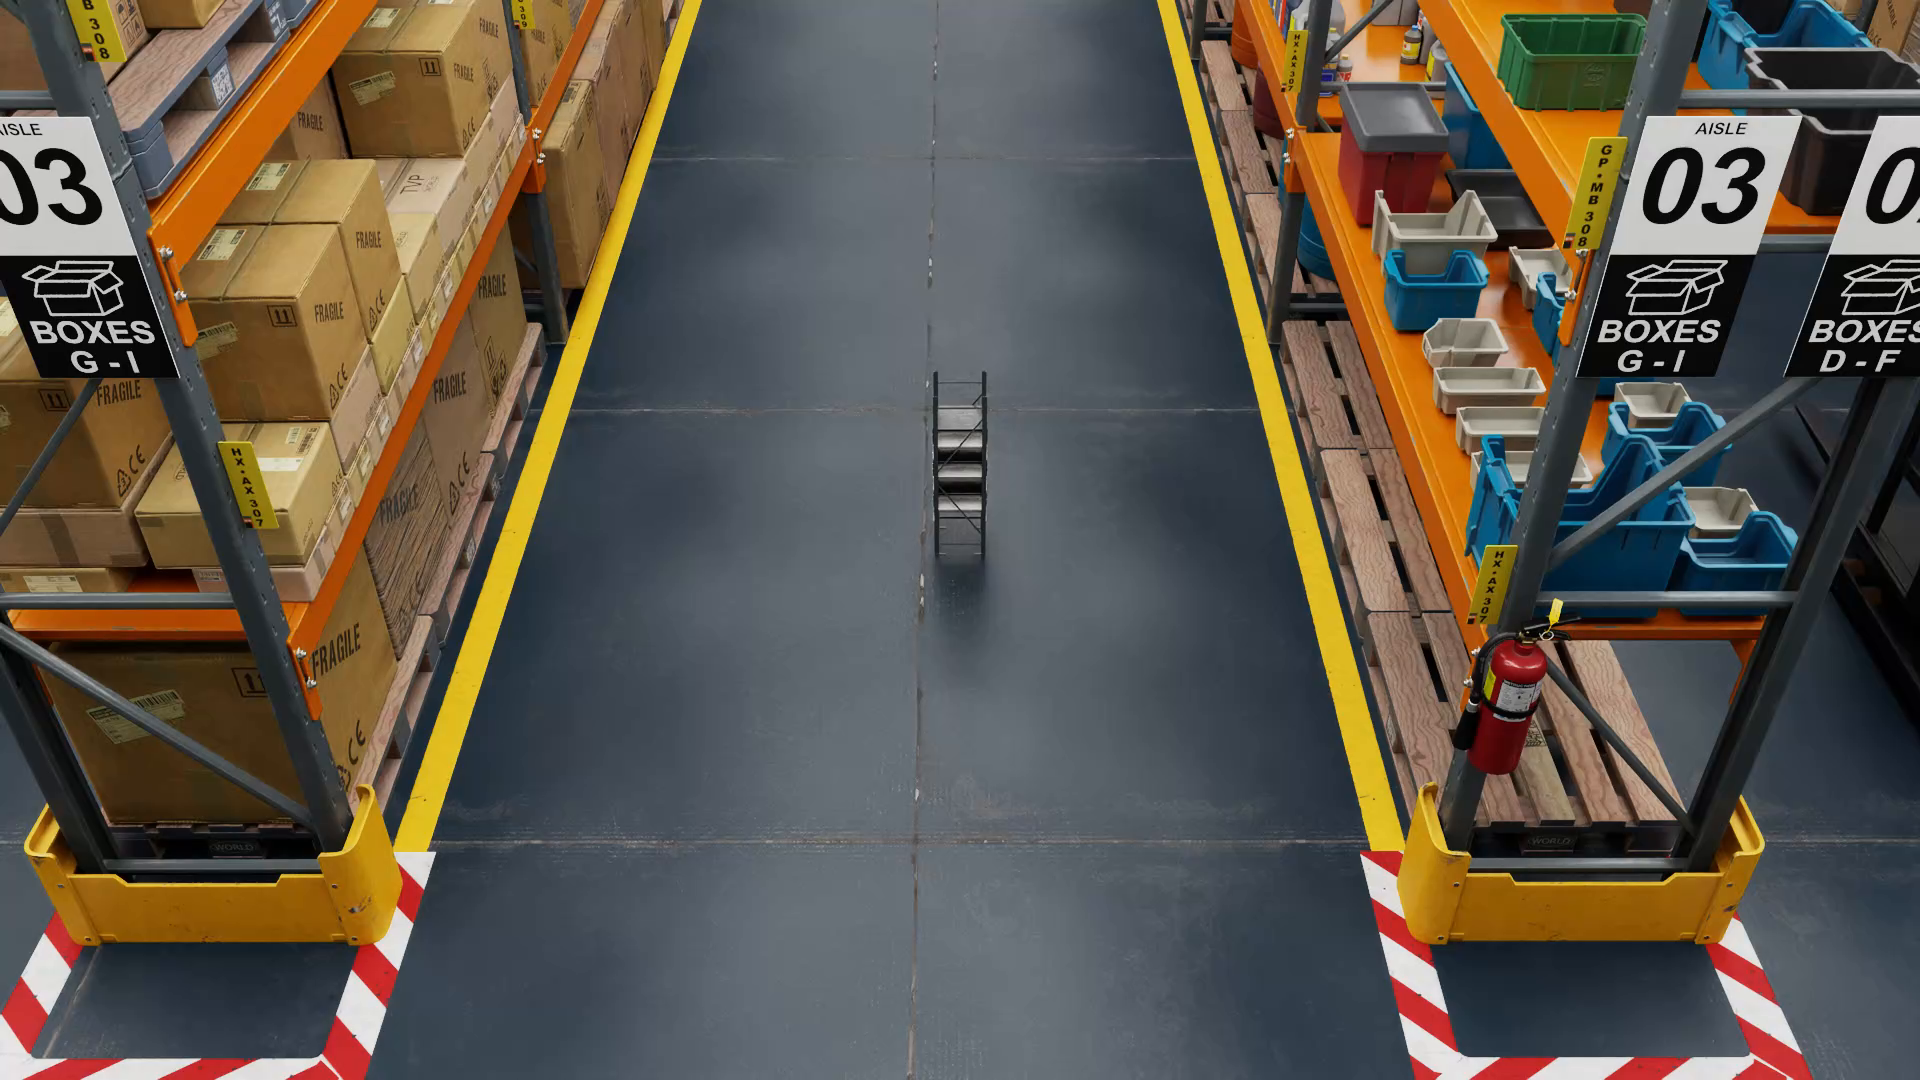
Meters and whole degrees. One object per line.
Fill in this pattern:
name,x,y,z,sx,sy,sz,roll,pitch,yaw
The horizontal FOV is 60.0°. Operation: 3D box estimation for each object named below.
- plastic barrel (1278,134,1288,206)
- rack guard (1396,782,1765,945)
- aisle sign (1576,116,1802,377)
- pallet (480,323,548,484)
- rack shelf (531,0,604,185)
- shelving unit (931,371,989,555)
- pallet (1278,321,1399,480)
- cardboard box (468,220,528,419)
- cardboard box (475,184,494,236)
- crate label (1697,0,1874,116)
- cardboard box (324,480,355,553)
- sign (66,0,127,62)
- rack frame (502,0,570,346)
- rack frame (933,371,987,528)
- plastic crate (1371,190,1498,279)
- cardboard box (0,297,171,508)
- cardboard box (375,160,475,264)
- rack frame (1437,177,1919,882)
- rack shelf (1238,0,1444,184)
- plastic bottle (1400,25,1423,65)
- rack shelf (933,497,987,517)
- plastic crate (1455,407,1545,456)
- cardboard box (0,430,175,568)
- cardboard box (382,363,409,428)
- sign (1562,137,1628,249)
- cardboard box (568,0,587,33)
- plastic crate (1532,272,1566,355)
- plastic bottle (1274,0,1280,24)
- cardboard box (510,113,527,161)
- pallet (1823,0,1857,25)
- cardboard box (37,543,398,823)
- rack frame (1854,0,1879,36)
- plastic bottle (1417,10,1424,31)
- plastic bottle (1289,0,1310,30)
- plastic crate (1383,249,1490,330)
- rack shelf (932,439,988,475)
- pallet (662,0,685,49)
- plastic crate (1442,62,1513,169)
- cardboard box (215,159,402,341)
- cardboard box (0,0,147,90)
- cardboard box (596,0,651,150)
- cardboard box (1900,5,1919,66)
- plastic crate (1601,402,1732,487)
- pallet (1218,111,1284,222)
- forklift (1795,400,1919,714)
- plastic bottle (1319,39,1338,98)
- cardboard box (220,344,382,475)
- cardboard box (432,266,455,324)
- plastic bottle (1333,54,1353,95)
plastic barrel,2.251,-2.431,9.973,0.600,0.901,0.708,0,39,0
rack guard,2.253,1.189,6.112,1.175,0.500,0.348,0,39,0
aisle sign,1.947,-0.771,4.480,0.394,0.787,0.004,0,39,0
pallet,-2.795,-0.736,8.745,1.003,0.211,1.213,0,39,0
rack shelf,-2.720,-3.269,10.252,1.077,0.370,4.000,0,39,0
shelving unit,0.000,-0.346,7.708,0.258,0.900,0.210,0,39,0
pallet,2.275,-0.755,8.769,1.003,0.211,1.213,0,39,0
cardboard box,-2.796,-1.221,8.484,0.875,0.875,0.875,0,39,0
cardboard box,-2.388,-1.529,7.705,0.380,0.149,0.250,1,39,1
crate label,2.562,-1.491,5.178,0.408,0.251,0.502,0,39,0
cardboard box,-2.385,-0.083,5.901,0.380,0.149,0.250,-1,39,-1
sign,-2.158,-1.337,4.105,0.100,0.325,0.005,0,39,0
rack frame,-2.717,-2.300,8.466,1.000,3.000,0.127,0,39,0
rack frame,0.000,-0.410,7.787,0.240,0.900,0.006,0,39,0
plastic crate,2.053,-1.325,7.297,0.437,0.282,0.530,0,39,0
cardboard box,-2.976,-0.453,5.444,0.500,0.500,0.500,0,39,1
cardboard box,-2.450,-1.438,7.274,0.500,0.250,0.500,1,39,1
rack frame,2.240,0.198,5.349,1.000,3.000,0.127,0,39,0
rack shelf,2.233,-3.273,10.256,1.077,0.370,4.000,0,39,0
plastic bottle,2.491,-2.732,9.165,0.097,0.201,0.097,0,39,0
rack shelf,0.000,-0.180,7.841,0.258,0.077,0.200,0,39,0
plastic crate,2.072,-0.413,6.275,0.396,0.136,0.243,0,39,0
cardboard box,-2.979,-0.159,5.677,0.500,0.250,0.500,-1,39,-1
cardboard box,-2.386,-0.565,6.503,0.380,0.149,0.250,-1,39,-1
sign,1.690,-0.921,4.431,0.100,0.325,0.005,0,39,0
cardboard box,-2.469,-3.254,9.577,0.500,0.500,0.500,-1,39,-1
plastic crate,2.567,-0.925,6.838,0.416,0.233,0.300,0,39,0
plastic bottle,1.911,-3.129,9.600,0.152,0.276,0.135,0,39,0
cardboard box,-2.389,-2.011,8.307,0.380,0.149,0.250,0,39,0
pallet,7.223,-4.232,13.108,1.003,0.211,1.213,0,39,0
cardboard box,-2.793,0.467,6.377,0.875,0.875,0.875,0,39,0
rack frame,7.185,-4.806,11.594,1.000,3.000,0.127,0,39,0
plastic bottle,2.643,-2.938,9.422,0.097,0.201,0.097,0,39,0
plastic bottle,1.907,-2.858,9.203,0.144,0.351,0.185,0,39,0
plastic crate,1.982,-1.044,6.985,0.416,0.233,0.300,0,39,0
rack shelf,0.000,-0.390,7.672,0.258,0.077,0.200,0,39,0
pallet,-2.721,-4.201,13.070,1.003,0.211,1.213,0,39,0
plastic crate,2.577,-2.029,8.093,0.392,0.384,0.575,0,39,0
cardboard box,-2.450,-1.085,6.234,0.500,0.500,0.500,-1,39,-1
cardboard box,-2.767,-1.536,4.619,0.700,0.500,0.500,-2,39,-3
cardboard box,-2.748,-3.147,10.887,1.225,0.875,0.875,0,39,0
cardboard box,6.905,-3.390,11.474,0.500,0.500,0.500,-1,39,-2
plastic crate,2.569,-0.326,6.090,0.416,0.233,0.300,0,39,0
pallet,2.272,-2.462,10.899,1.003,0.211,1.213,0,39,0
forklift,4.587,-0.736,6.570,1.130,2.935,3.031,1,39,1
plastic bottle,1.912,-2.501,8.817,0.152,0.276,0.135,0,39,0
cardboard box,-2.450,-0.481,6.079,0.500,0.250,0.500,0,39,-1
cardboard box,-2.388,-1.048,7.106,0.380,0.149,0.250,1,39,1
plastic bottle,2.037,-2.484,8.855,0.097,0.201,0.097,0,39,0
